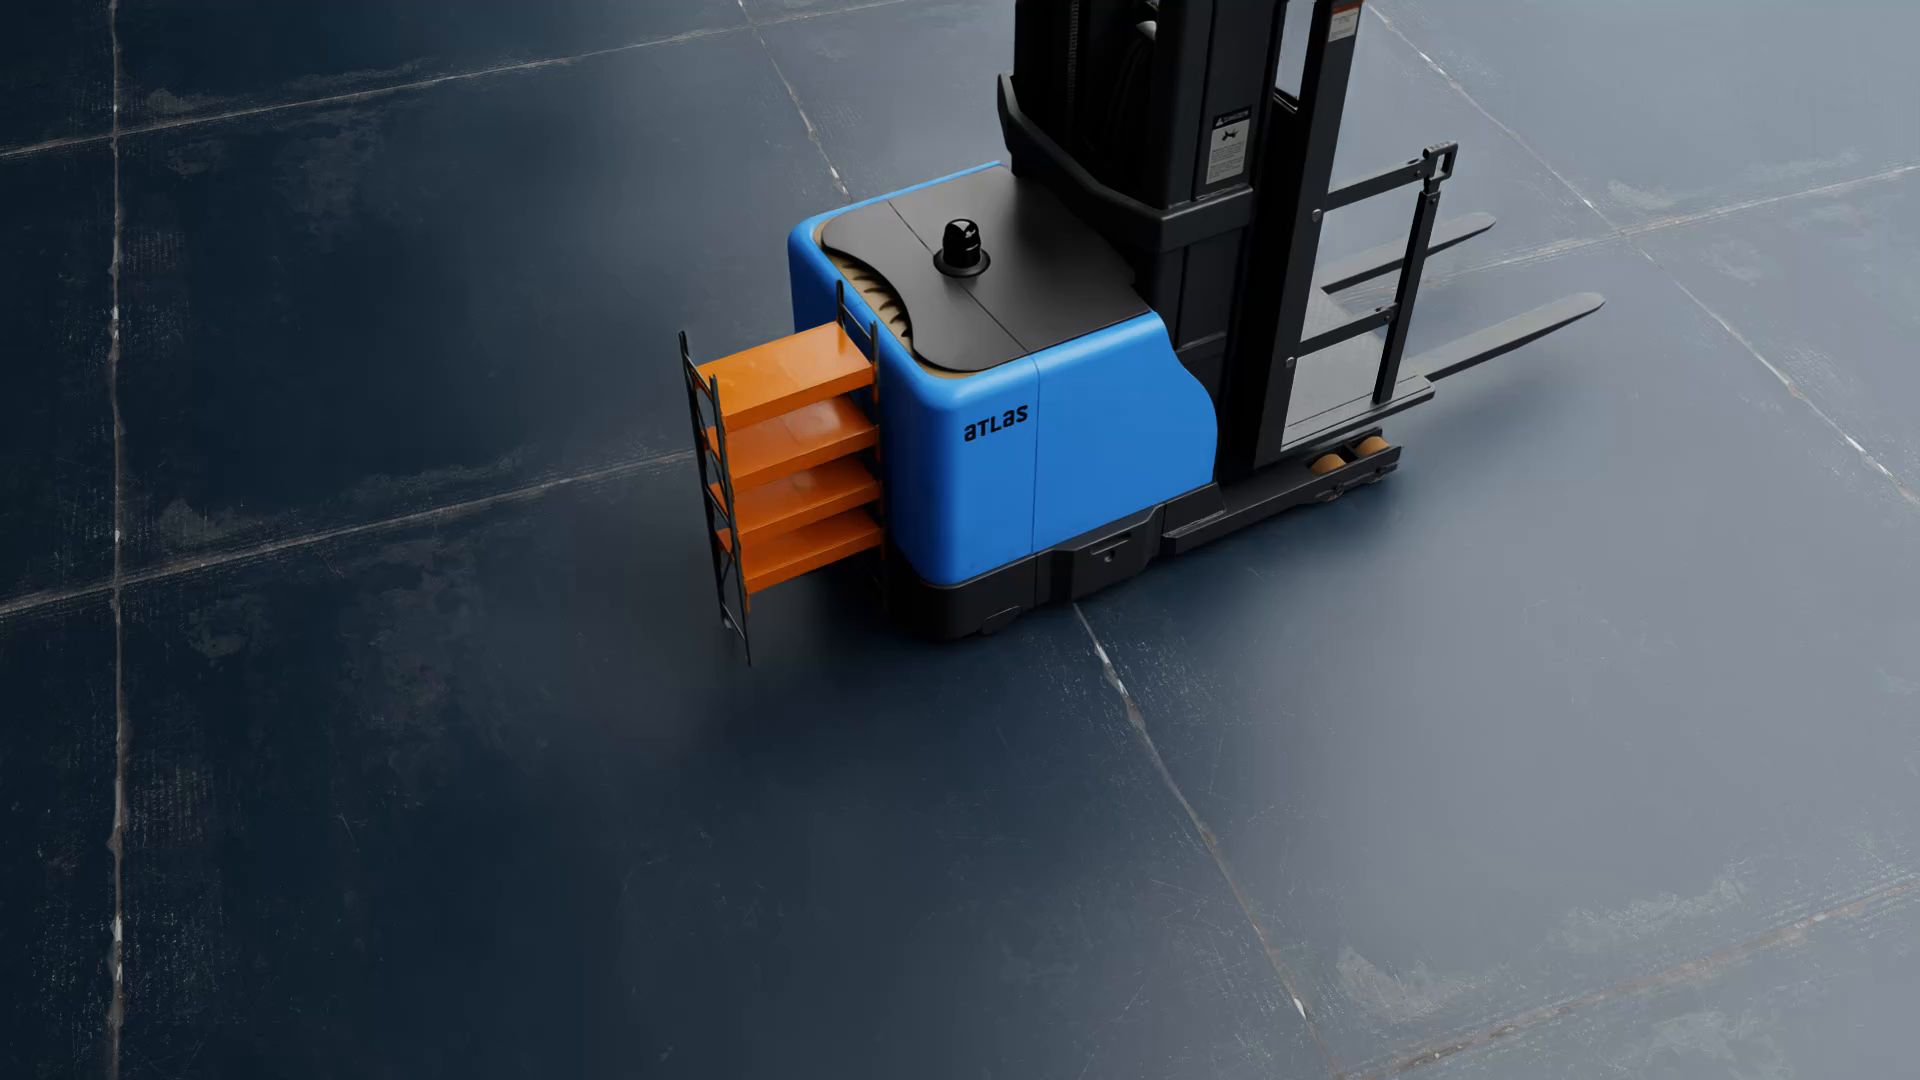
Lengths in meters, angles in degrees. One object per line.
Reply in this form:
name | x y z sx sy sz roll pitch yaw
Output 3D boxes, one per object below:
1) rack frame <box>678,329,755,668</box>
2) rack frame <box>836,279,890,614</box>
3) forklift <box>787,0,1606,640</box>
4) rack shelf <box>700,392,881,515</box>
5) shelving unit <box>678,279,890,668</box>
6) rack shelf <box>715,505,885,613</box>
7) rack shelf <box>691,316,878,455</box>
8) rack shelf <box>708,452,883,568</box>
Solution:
rack frame | -0.722 -0.088 4.991 0.015 1.200 0.240 -21 49 -20
rack frame | -0.295 -0.256 5.158 0.015 1.200 0.240 -21 49 -20
forklift | 0.981 -1.480 5.155 3.031 2.935 1.130 -21 49 -20
rack shelf | -0.509 -0.282 4.963 0.480 0.148 0.258 -21 49 -20
shelving unit | -0.509 -0.172 5.074 0.503 1.200 0.258 -21 49 -20
rack shelf | -0.509 0.016 5.262 0.480 0.148 0.258 -21 49 -20
rack shelf | -0.509 -0.449 4.796 0.480 0.148 0.258 -21 49 -20
rack shelf | -0.509 -0.124 5.122 0.480 0.148 0.258 -21 49 -20
